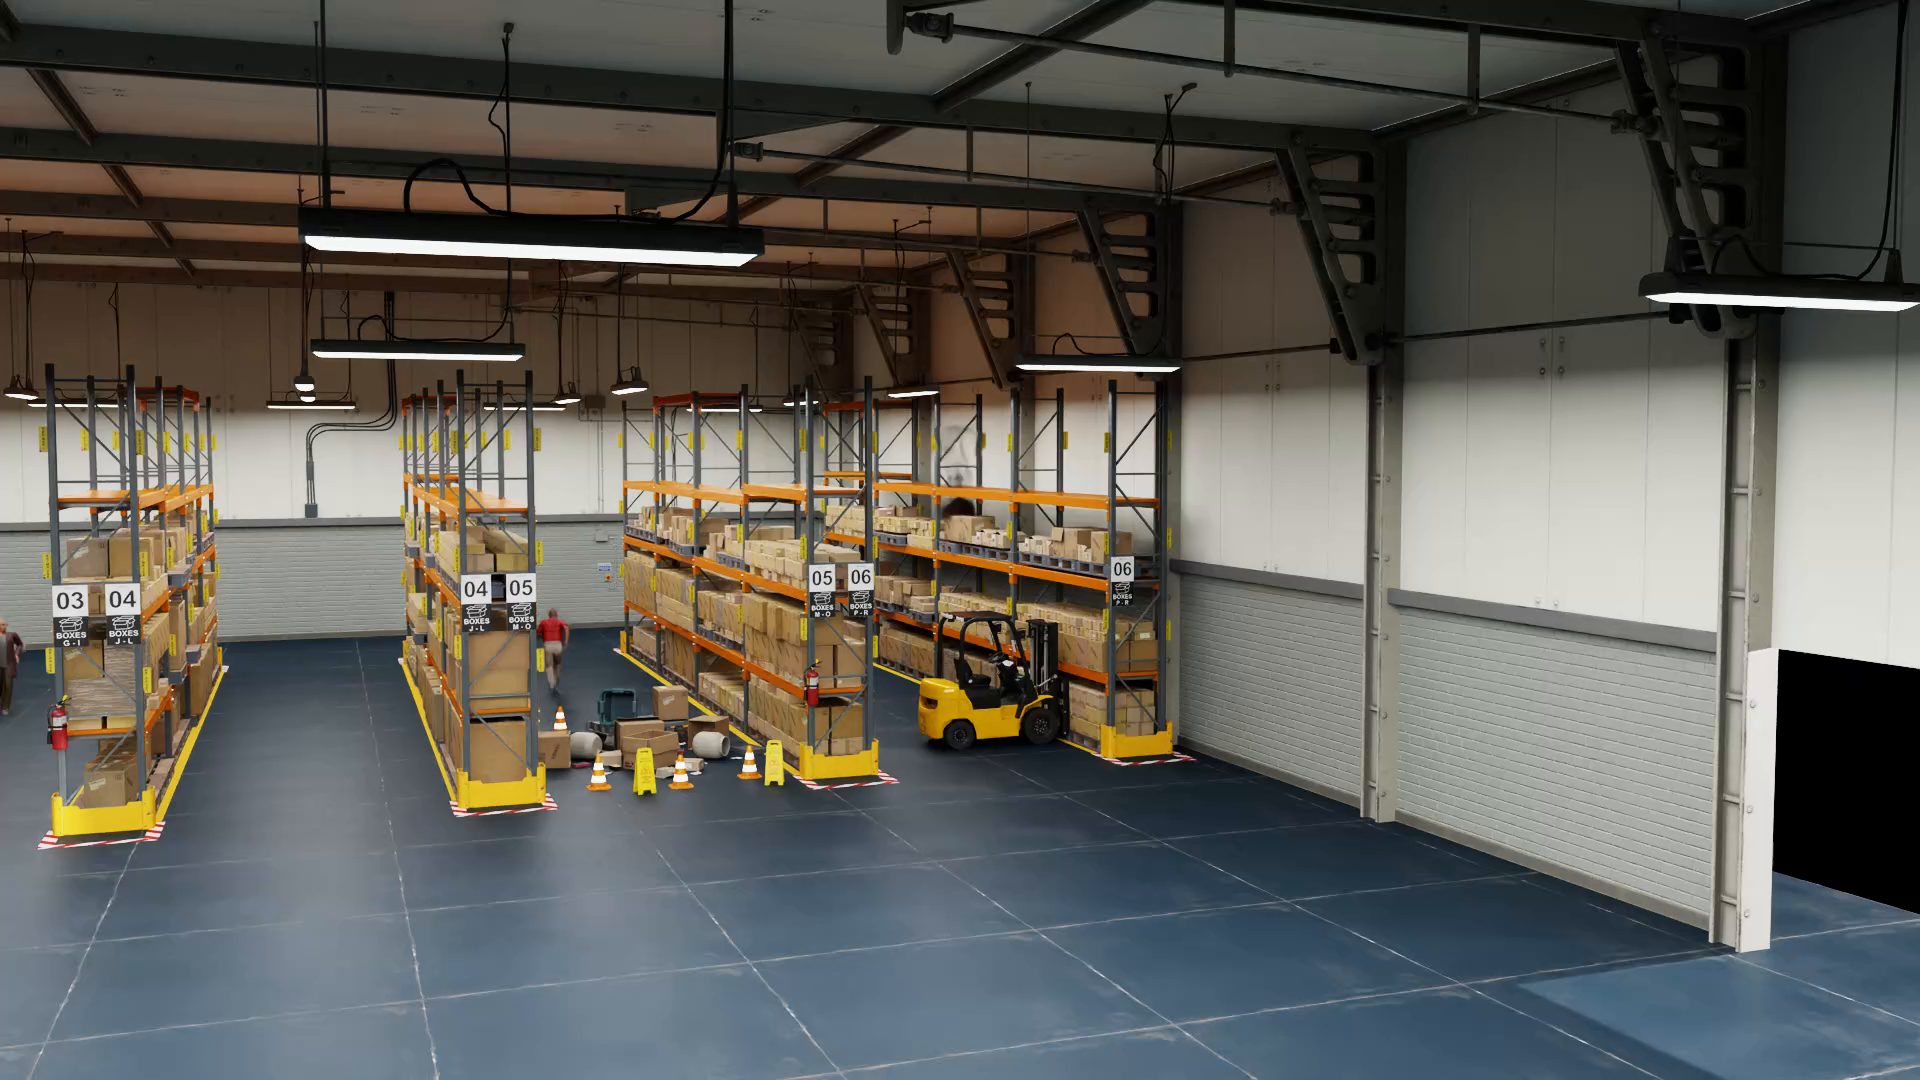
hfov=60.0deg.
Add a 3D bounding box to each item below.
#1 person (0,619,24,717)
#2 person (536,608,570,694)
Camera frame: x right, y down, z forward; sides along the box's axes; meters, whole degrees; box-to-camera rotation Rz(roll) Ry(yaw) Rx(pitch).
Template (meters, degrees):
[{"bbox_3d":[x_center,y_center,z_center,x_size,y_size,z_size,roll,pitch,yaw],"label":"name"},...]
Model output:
[{"bbox_3d":[-17.664,2.343,30.690,0.711,1.751,0.918,-2,4,-34],"label":"person"},{"bbox_3d":[-8.053,2.251,32.889,0.657,1.754,0.974,-1,4,-17],"label":"person"}]
